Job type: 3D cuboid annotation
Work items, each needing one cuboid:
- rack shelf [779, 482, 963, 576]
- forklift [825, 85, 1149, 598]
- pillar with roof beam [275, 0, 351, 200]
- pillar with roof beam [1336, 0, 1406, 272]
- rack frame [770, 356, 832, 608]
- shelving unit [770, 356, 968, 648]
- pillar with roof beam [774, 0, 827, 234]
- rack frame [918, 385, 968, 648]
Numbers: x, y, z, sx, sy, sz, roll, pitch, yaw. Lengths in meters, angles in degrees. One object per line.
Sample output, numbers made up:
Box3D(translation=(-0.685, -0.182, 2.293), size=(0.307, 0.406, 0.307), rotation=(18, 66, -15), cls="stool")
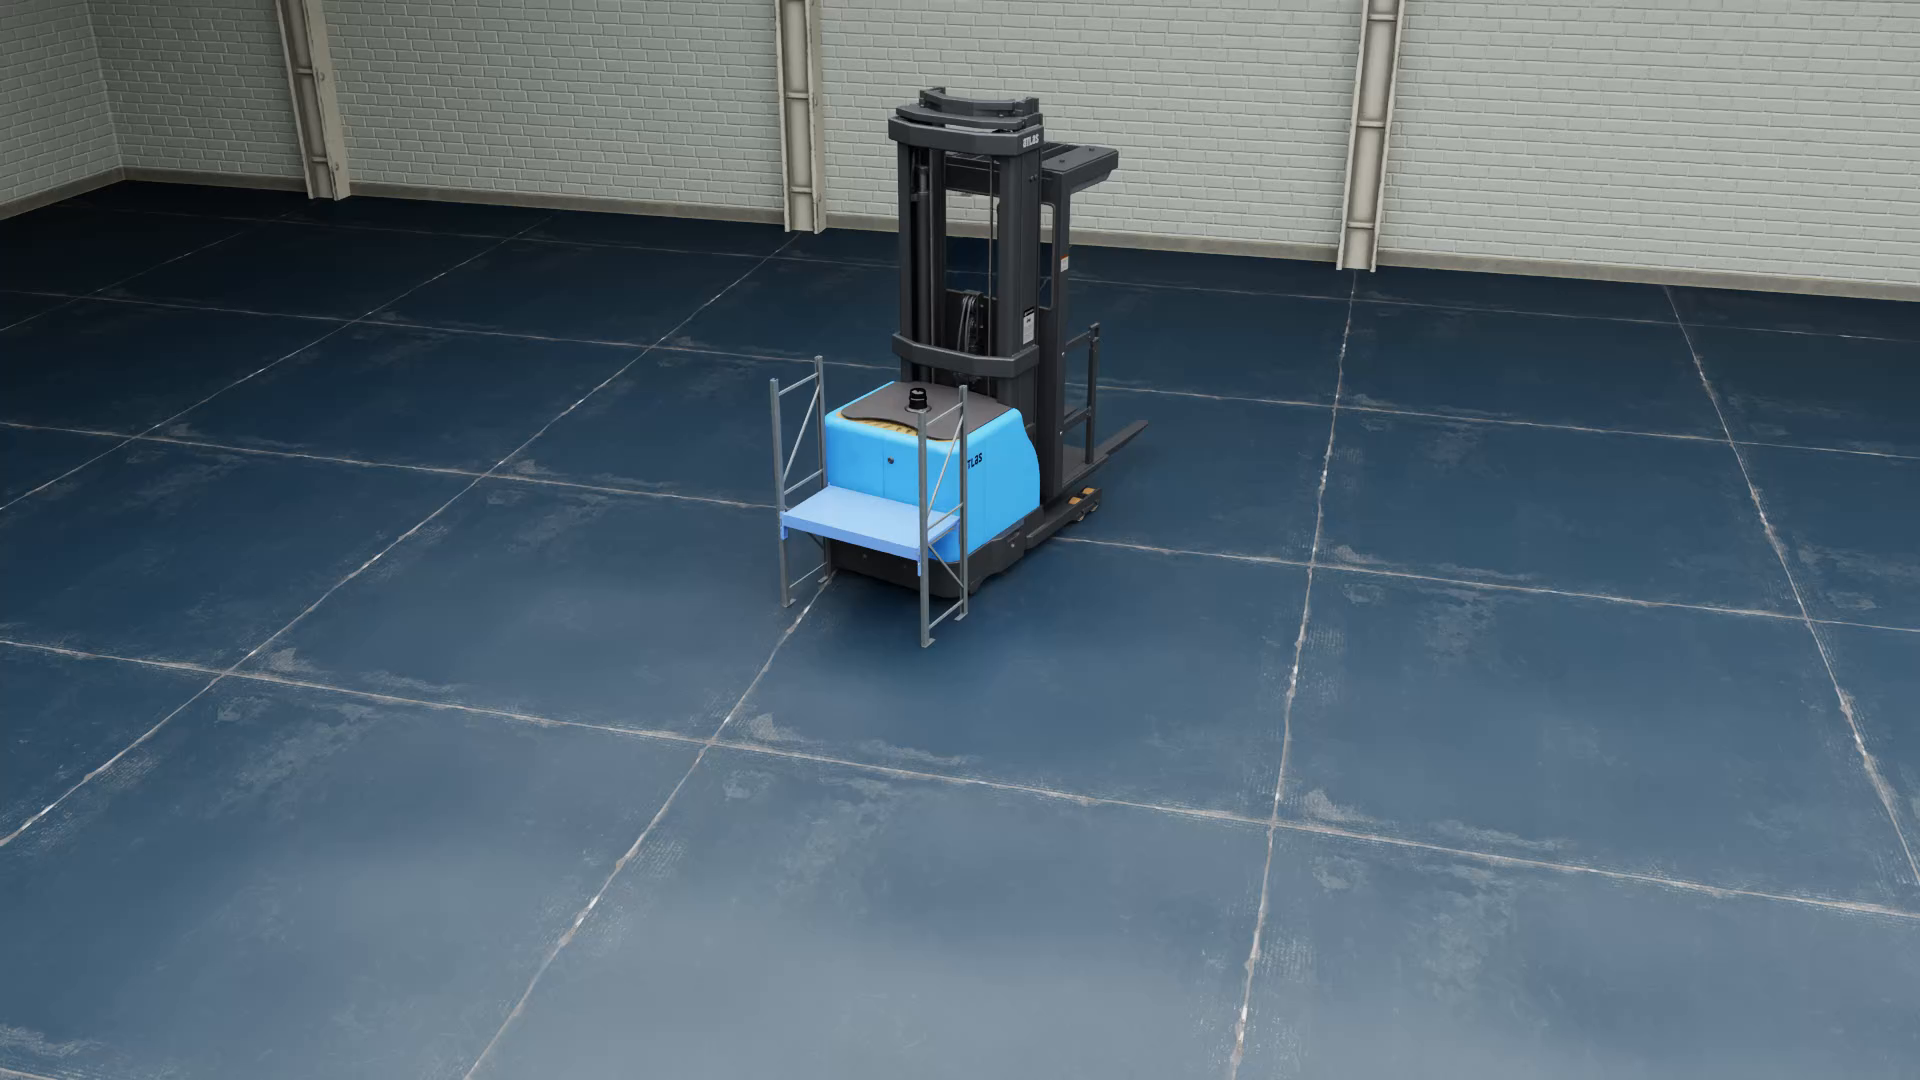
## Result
Box3D(translation=(-0.532, -0.076, 10.080), size=(1.000, 0.185, 0.538), rotation=(14, 29, 27), cls="rack shelf")
Box3D(translation=(0.338, -1.551, 11.099), size=(1.130, 2.935, 3.031), rotation=(15, 29, 29), cls="forklift")
Box3D(translation=(-8.599, -6.379, 14.181), size=(0.400, 9.000, 9.100), rotation=(6, 26, 13), cls="pillar with roof beam")
Box3D(translation=(3.022, -5.095, 11.483), size=(0.400, 9.000, 9.100), rotation=(6, 26, 13), cls="pillar with roof beam")
Box3D(translation=(-0.971, -0.349, 10.234), size=(0.032, 1.500, 0.500), rotation=(14, 29, 27), cls="rack frame")
Box3D(translation=(-0.533, -0.238, 10.002), size=(1.048, 1.500, 0.538), rotation=(14, 29, 27), cls="shelving unit")
Box3D(translation=(-2.788, -5.737, 12.832), size=(0.400, 9.000, 9.100), rotation=(6, 26, 13), cls="pillar with roof beam")
Box3D(translation=(-0.094, -0.128, 9.770), size=(0.032, 1.500, 0.500), rotation=(14, 29, 27), cls="rack frame")
